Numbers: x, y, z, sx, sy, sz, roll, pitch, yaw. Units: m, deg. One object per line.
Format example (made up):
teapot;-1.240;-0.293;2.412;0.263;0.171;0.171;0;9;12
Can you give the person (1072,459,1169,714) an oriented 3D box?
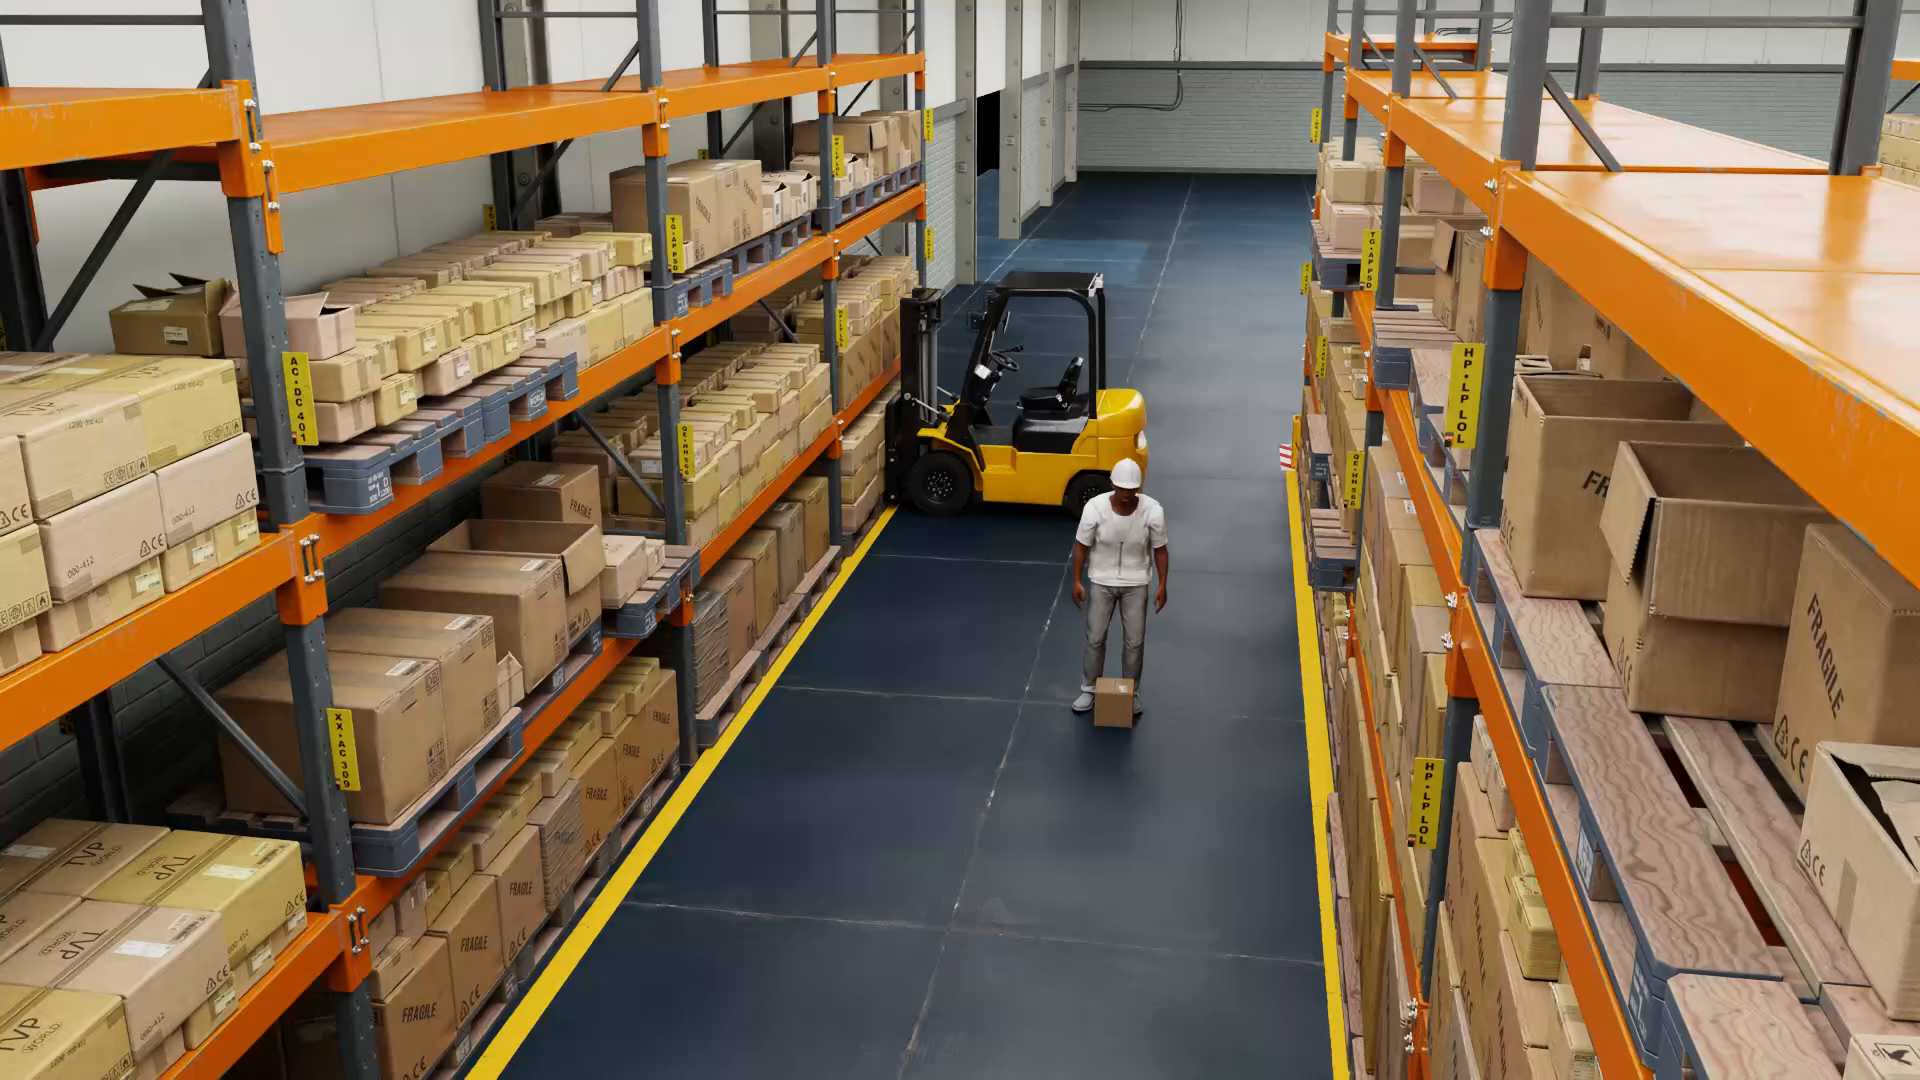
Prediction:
person;1.065;0.300;11.087;0.636;1.761;0.454;2;18;6
